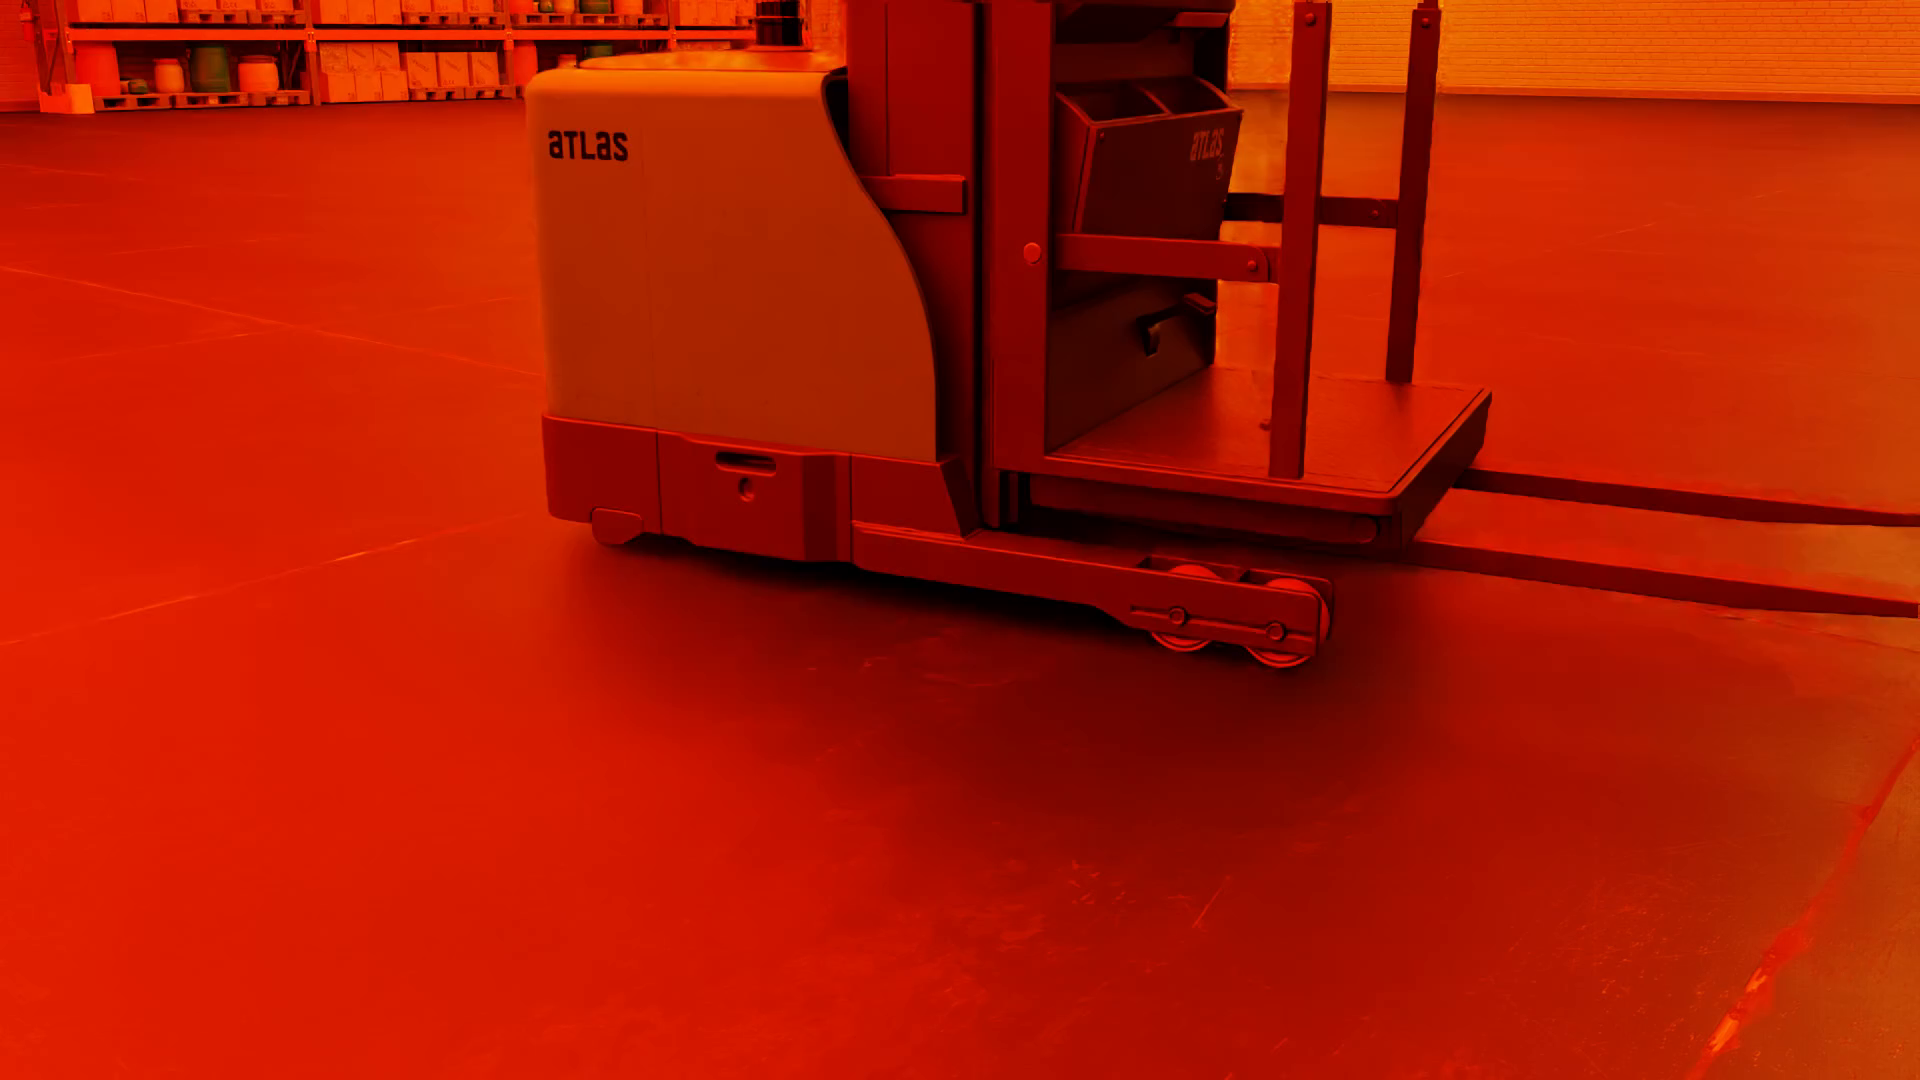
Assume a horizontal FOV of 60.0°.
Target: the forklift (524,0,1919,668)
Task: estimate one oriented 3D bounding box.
[{"bbox_3d":[0.582,-1.337,3.300,3.031,2.935,1.130,8,19,25],"label":"forklift"}]
